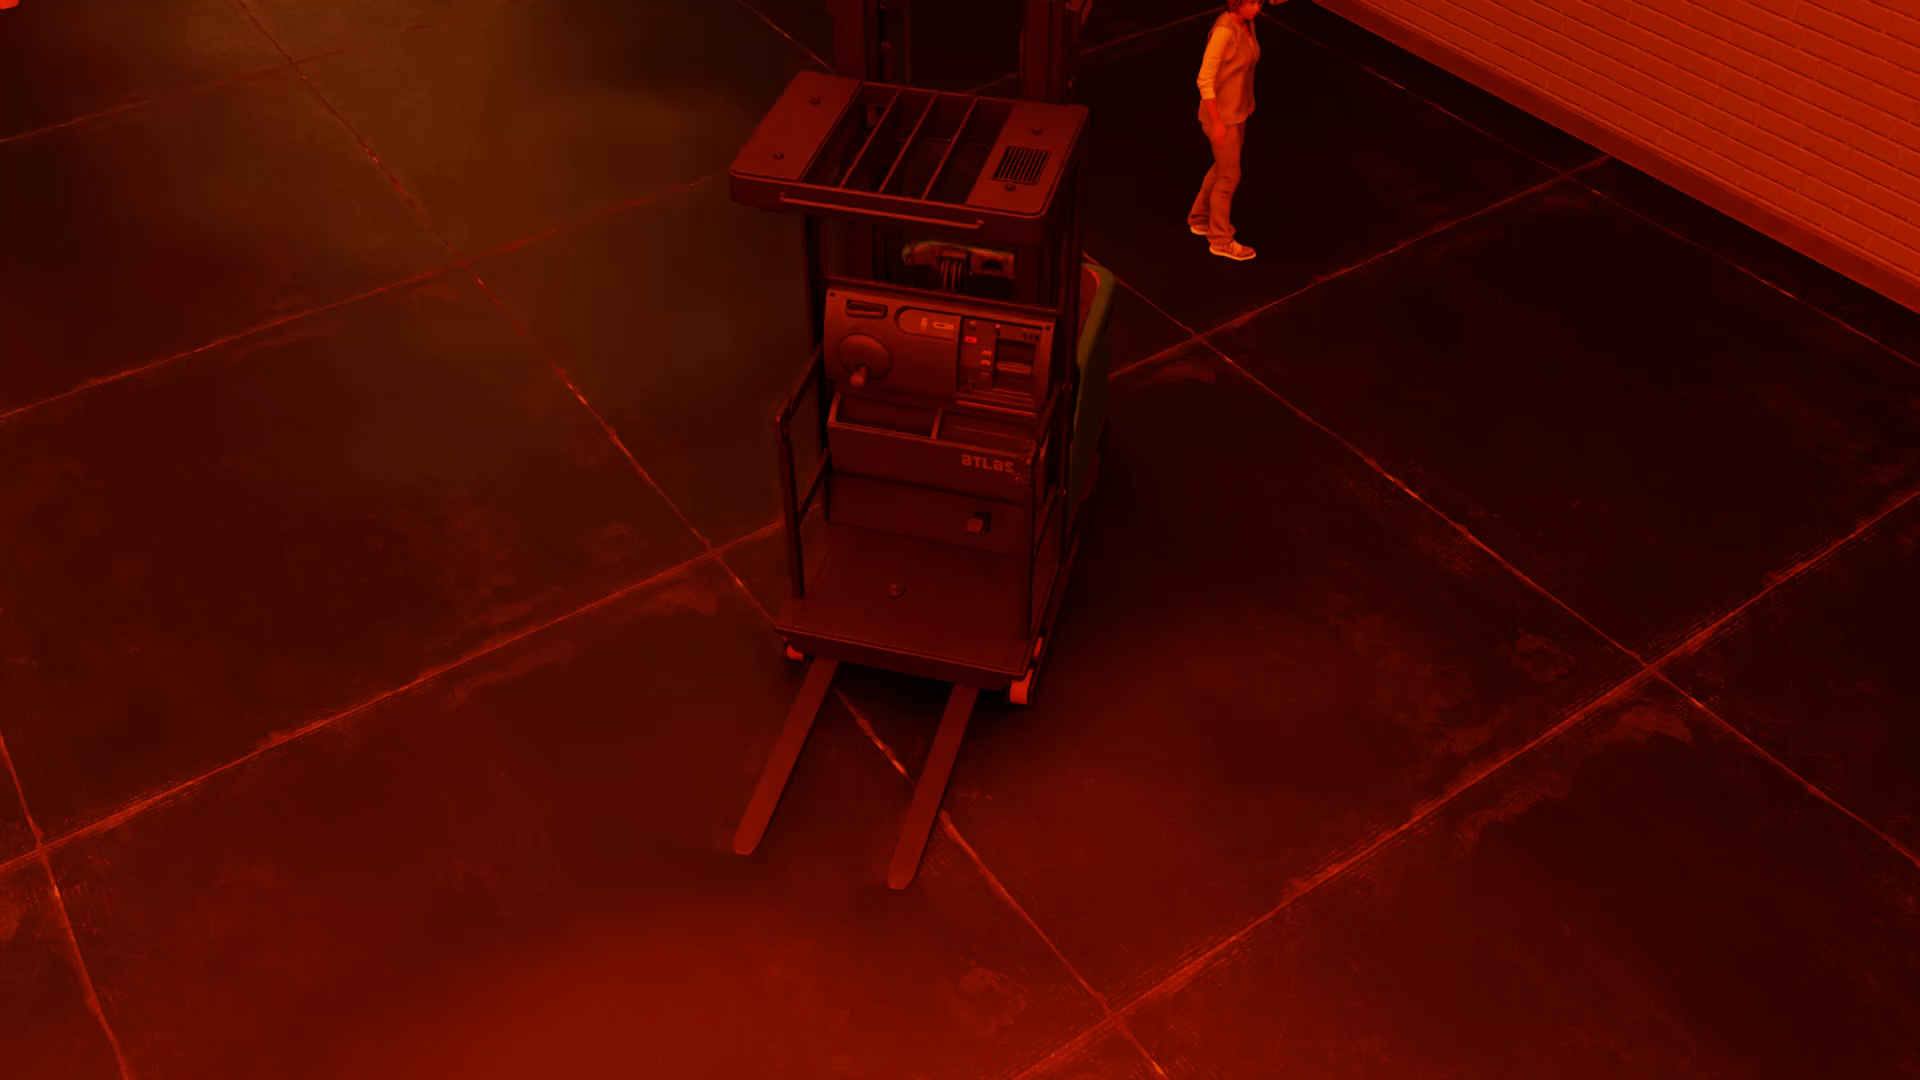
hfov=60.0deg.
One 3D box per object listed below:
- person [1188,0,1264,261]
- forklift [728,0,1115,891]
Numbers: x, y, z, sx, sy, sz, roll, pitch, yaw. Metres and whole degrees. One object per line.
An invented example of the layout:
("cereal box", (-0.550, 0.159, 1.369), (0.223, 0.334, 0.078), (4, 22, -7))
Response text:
("person", (1.551, -2.353, 9.258), (0.449, 1.596, 0.590), (14, 44, 15))
("forklift", (-0.142, -0.668, 6.440), (1.130, 2.935, 3.031), (10, 44, 11))
